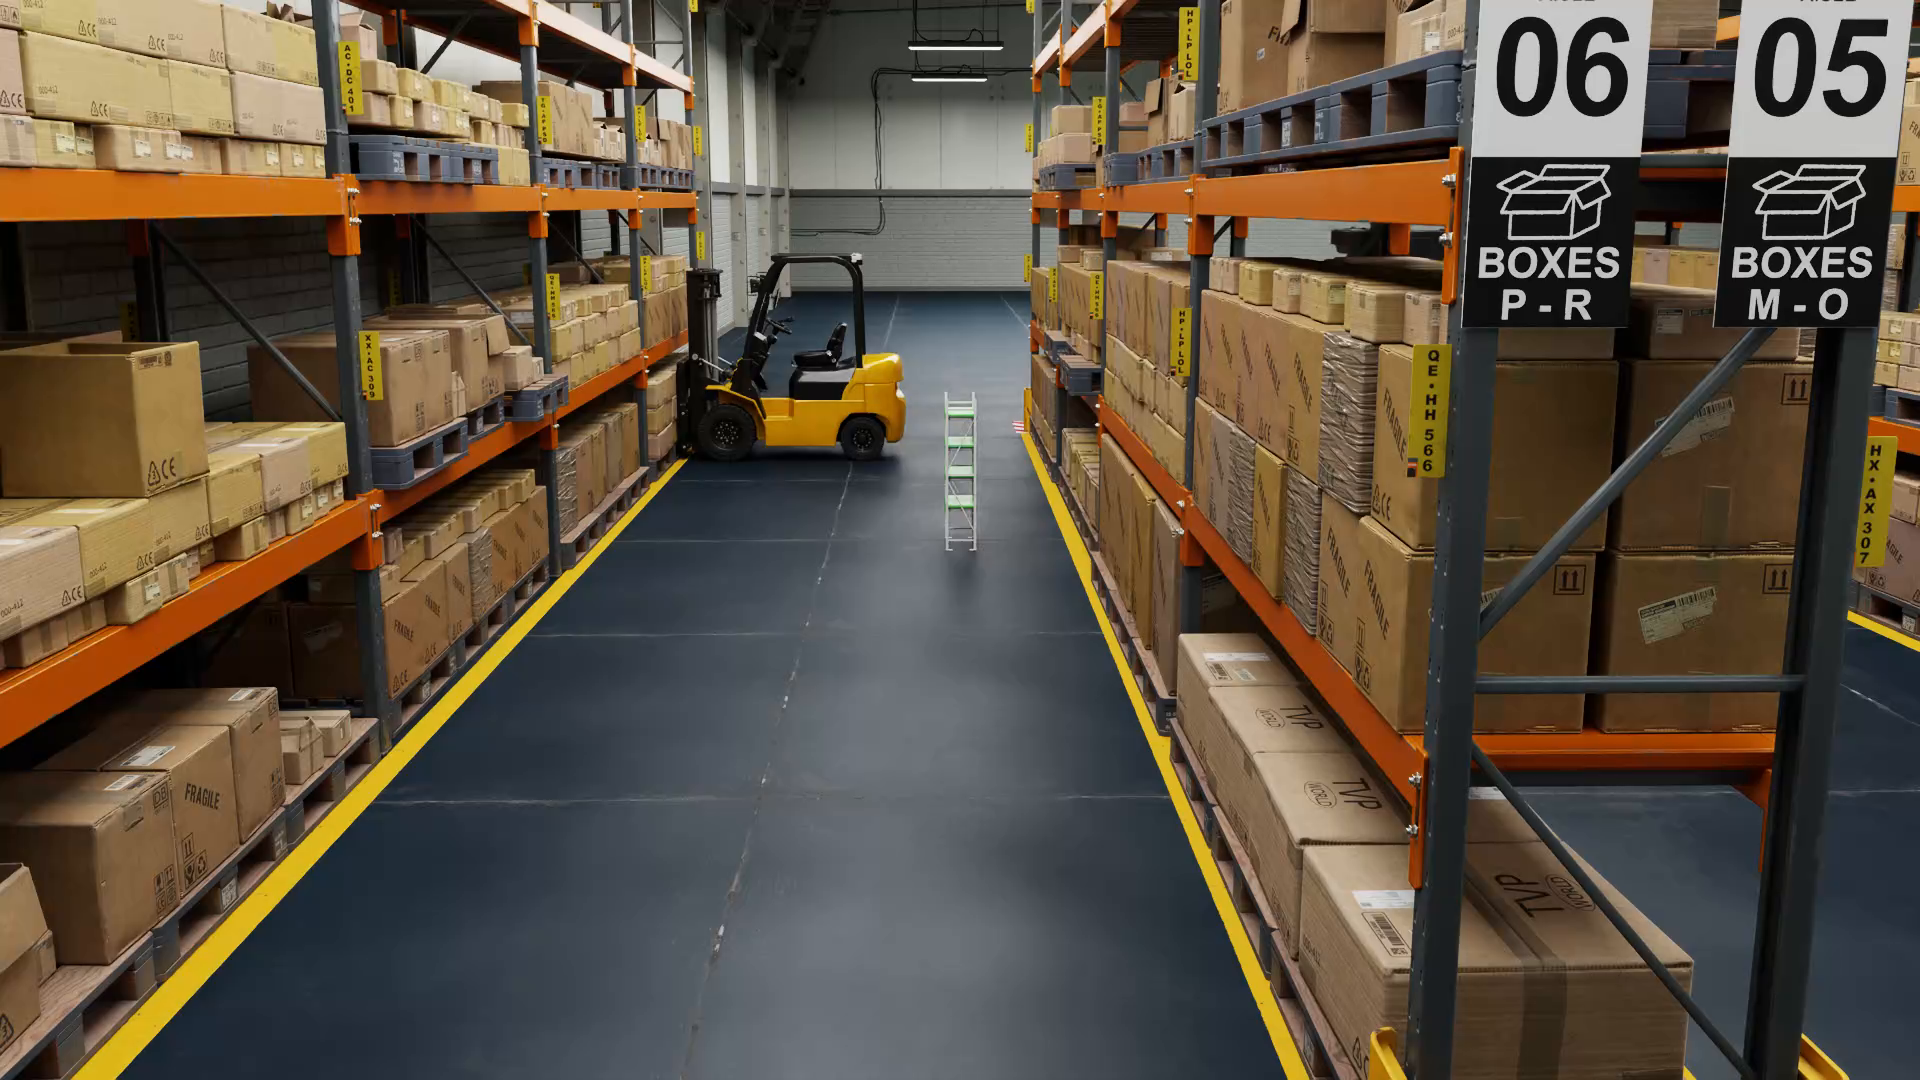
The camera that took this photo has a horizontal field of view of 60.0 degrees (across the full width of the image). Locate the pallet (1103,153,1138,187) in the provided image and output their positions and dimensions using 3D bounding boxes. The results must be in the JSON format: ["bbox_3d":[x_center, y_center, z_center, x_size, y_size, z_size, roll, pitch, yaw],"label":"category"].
[{"bbox_3d":[1.590,-2.469,11.116,1.213,0.211,1.003,0,11,1],"label":"pallet"}]

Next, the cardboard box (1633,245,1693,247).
[{"bbox_3d":[6.404,-2.495,15.548,0.700,0.500,0.500,0,11,-2],"label":"cardboard box"}]

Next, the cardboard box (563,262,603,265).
[{"bbox_3d":[-3.866,-2.772,17.047,0.380,0.149,0.250,0,11,-2],"label":"cardboard box"}]

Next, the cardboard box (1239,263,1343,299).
[{"bbox_3d":[1.366,-1.066,6.872,0.380,0.149,0.250,0,11,-2],"label":"cardboard box"}]

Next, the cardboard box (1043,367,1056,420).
[{"bbox_3d":[1.136,-1.559,17.674,0.500,0.500,0.500,0,11,2],"label":"cardboard box"}]

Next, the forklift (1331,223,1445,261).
[{"bbox_3d":[3.394,-1.297,12.581,1.130,2.935,3.031,0,11,1],"label":"forklift"}]

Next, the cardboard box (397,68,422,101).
[{"bbox_3d":[-2.964,-2.315,8.458,0.380,0.149,0.250,0,11,-2],"label":"cardboard box"}]

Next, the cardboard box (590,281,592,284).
[{"bbox_3d":[-3.825,-2.473,16.320,0.380,0.149,0.250,-1,11,-3],"label":"cardboard box"}]

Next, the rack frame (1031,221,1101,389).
[{"bbox_3d":[1.358,-2.810,19.864,1.000,3.000,0.127,0,11,-1],"label":"rack frame"}]

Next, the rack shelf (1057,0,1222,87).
[{"bbox_3d":[1.482,-4.008,13.499,1.077,0.370,4.000,0,11,-1],"label":"rack shelf"}]

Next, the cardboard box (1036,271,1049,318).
[{"bbox_3d":[1.116,-2.705,18.348,0.500,0.500,0.500,0,11,-2],"label":"cardboard box"}]

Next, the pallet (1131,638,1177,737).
[{"bbox_3d":[1.515,0.789,9.137,1.003,0.211,1.213,0,11,-1],"label":"pallet"}]

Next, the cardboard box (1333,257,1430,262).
[{"bbox_3d":[1.931,-1.221,7.637,0.380,0.149,0.250,0,11,-2],"label":"cardboard box"}]

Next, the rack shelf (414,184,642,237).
[{"bbox_3d":[-3.480,-2.713,13.654,1.077,0.370,4.000,0,11,-1],"label":"rack shelf"}]

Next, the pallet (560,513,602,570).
[{"bbox_3d":[-3.417,0.005,13.005,1.003,0.211,1.213,0,11,-1],"label":"pallet"}]

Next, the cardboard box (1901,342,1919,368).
[{"bbox_3d":[6.306,-1.185,10.682,0.380,0.149,0.250,0,11,-1],"label":"cardboard box"}]

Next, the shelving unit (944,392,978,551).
[{"bbox_3d":[0.003,-0.555,13.278,0.258,1.200,0.503,0,11,-1],"label":"shelving unit"}]

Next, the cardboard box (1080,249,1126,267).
[{"bbox_3d":[1.222,-2.422,14.268,0.380,0.149,0.250,0,11,2],"label":"cardboard box"}]

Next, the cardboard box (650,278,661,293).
[{"bbox_3d":[-3.236,-2.577,16.835,0.380,0.149,0.250,0,11,0],"label":"cardboard box"}]

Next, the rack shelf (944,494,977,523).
[{"bbox_3d":[0.003,-0.257,13.338,0.258,0.148,0.480,0,11,-1],"label":"rack shelf"}]

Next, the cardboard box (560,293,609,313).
[{"bbox_3d":[-3.154,-1.987,13.926,0.380,0.149,0.250,-1,11,-3],"label":"cardboard box"}]

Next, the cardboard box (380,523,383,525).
[{"bbox_3d":[-3.697,-0.081,10.014,0.380,0.149,0.250,-1,11,-3],"label":"cardboard box"}]

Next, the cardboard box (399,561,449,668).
[{"bbox_3d":[-3.162,0.413,9.208,0.500,0.500,0.500,0,11,-2],"label":"cardboard box"}]

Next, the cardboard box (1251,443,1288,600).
[{"bbox_3d":[1.375,-0.077,6.145,0.500,0.500,0.500,0,11,1],"label":"cardboard box"}]

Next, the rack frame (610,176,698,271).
[{"bbox_3d":[-3.604,-2.788,19.759,1.000,3.000,0.127,0,11,-1],"label":"rack frame"}]

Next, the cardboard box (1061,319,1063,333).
[{"bbox_3d":[1.136,-1.986,15.380,0.380,0.149,0.250,0,11,0],"label":"cardboard box"}]

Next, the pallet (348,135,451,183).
[{"bbox_3d":[-3.300,-1.911,8.362,1.213,0.211,1.003,0,11,-1],"label":"pallet"}]

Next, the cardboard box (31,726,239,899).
[{"bbox_3d":[-3.081,1.014,6.249,0.500,0.500,0.500,0,11,0],"label":"cardboard box"}]

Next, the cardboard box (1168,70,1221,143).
[{"bbox_3d":[1.734,-2.748,10.709,0.700,0.500,0.500,-1,11,-4],"label":"cardboard box"}]

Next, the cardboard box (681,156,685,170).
[{"bbox_3d":[-3.284,-4.227,18.629,0.380,0.149,0.250,-1,11,-3],"label":"cardboard box"}]

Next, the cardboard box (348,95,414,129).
[{"bbox_3d":[-2.936,-2.117,8.232,0.380,0.149,0.250,0,11,-1],"label":"cardboard box"}]

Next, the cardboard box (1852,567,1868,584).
[{"bbox_3d":[6.244,0.001,11.240,0.500,0.500,0.500,0,11,0],"label":"cardboard box"}]

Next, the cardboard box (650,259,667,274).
[{"bbox_3d":[-3.349,-2.926,17.806,0.380,0.149,0.250,0,11,0],"label":"cardboard box"}]

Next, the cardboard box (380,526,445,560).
[{"bbox_3d":[-3.185,0.016,9.536,0.380,0.149,0.250,0,11,-1],"label":"cardboard box"}]

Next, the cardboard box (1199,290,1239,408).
[{"bbox_3d":[1.374,-0.868,7.525,0.500,0.500,0.500,0,11,-1],"label":"cardboard box"}]

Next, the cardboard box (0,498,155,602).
[{"bbox_3d":[-3.038,0.028,5.508,0.500,0.250,0.500,0,11,-2],"label":"cardboard box"}]

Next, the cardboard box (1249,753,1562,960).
[{"bbox_3d":[1.548,1.108,5.941,0.875,0.438,0.875,0,11,0],"label":"cardboard box"}]

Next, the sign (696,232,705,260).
[{"bbox_3d":[-3.062,-3.471,19.618,0.100,0.325,0.005,0,11,-1],"label":"sign"}]

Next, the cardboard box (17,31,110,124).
[{"bbox_3d":[-3.039,-1.442,5.209,0.500,0.250,0.500,-1,11,-3],"label":"cardboard box"}]

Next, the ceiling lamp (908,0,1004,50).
[{"bbox_3d":[-0.094,-11.851,34.661,2.000,3.185,0.800,0,11,-1],"label":"ceiling lamp"}]

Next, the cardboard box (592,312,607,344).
[{"bbox_3d":[-3.242,-1.764,13.830,0.500,0.250,0.500,0,11,0],"label":"cardboard box"}]

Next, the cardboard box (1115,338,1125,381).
[{"bbox_3d":[1.297,-1.186,10.982,0.500,0.250,0.500,0,11,0],"label":"cardboard box"}]

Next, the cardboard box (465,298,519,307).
[{"bbox_3d":[-3.712,-1.833,13.167,0.380,0.149,0.250,0,11,-1],"label":"cardboard box"}]

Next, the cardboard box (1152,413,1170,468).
[{"bbox_3d":[1.335,-0.540,9.054,0.500,0.250,0.500,0,11,-2],"label":"cardboard box"}]

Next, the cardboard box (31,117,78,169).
[{"bbox_3d":[-2.983,-1.224,5.137,0.380,0.149,0.250,0,11,-1],"label":"cardboard box"}]

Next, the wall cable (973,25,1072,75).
[{"bbox_3d":[1.949,-15.347,50.242,3.097,2.526,0.112,0,11,-1],"label":"wall cable"}]

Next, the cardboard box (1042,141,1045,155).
[{"bbox_3d":[1.081,-4.224,17.920,0.380,0.149,0.250,0,11,0],"label":"cardboard box"}]

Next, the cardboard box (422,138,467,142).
[{"bbox_3d":[-3.191,-2.465,9.994,0.380,0.149,0.250,0,11,1],"label":"cardboard box"}]

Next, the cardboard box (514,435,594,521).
[{"bbox_3d":[-3.460,-0.494,13.367,0.875,0.625,0.625,0,11,1],"label":"cardboard box"}]

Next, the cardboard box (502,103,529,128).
[{"bbox_3d":[-3.136,-2.869,11.237,0.380,0.149,0.250,0,11,1],"label":"cardboard box"}]

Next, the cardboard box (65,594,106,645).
[{"bbox_3d":[-3.053,0.243,5.449,0.380,0.149,0.250,0,11,0],"label":"cardboard box"}]

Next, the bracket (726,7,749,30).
[{"bbox_3d":[-4.446,-10.335,32.817,0.076,0.066,4.783,0,11,-1],"label":"bracket"}]

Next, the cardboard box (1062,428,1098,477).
[{"bbox_3d":[1.454,-0.828,15.650,0.950,0.372,0.625,0,11,0],"label":"cardboard box"}]

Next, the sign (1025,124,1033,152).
[{"bbox_3d":[0.816,-4.706,19.467,0.100,0.325,0.005,0,11,-1],"label":"sign"}]

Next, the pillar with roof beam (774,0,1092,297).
[{"bbox_3d":[-0.807,-11.568,47.944,9.100,9.000,0.548,0,11,-1],"label":"pillar with roof beam"}]
